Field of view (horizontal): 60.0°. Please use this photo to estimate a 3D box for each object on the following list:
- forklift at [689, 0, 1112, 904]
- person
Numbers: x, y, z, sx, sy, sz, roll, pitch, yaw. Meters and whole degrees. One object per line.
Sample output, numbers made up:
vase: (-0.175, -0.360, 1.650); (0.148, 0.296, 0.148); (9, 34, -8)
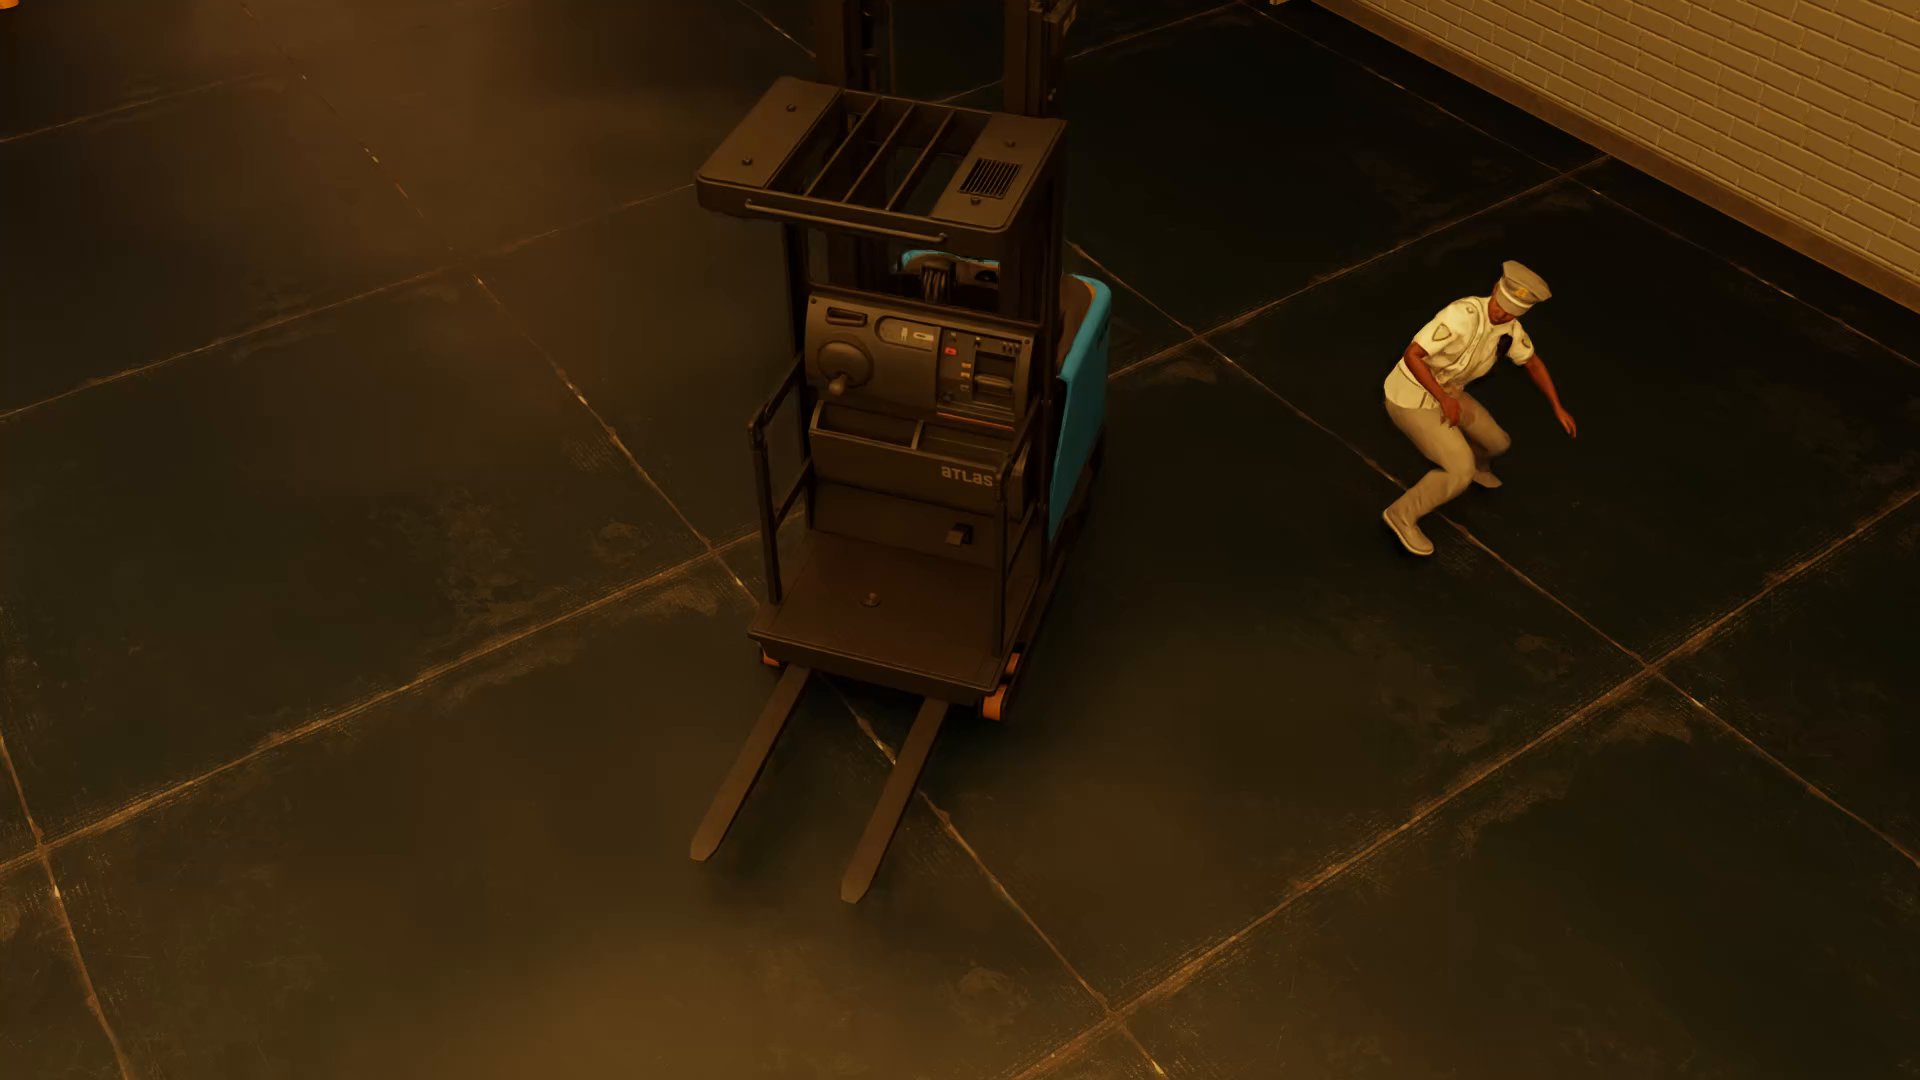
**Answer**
forklift: (-0.232, -0.623, 6.392); (1.130, 2.935, 3.031); (12, 44, 13)
person: (2.342, -0.622, 7.548); (0.855, 1.467, 0.738); (-31, 51, -29)
